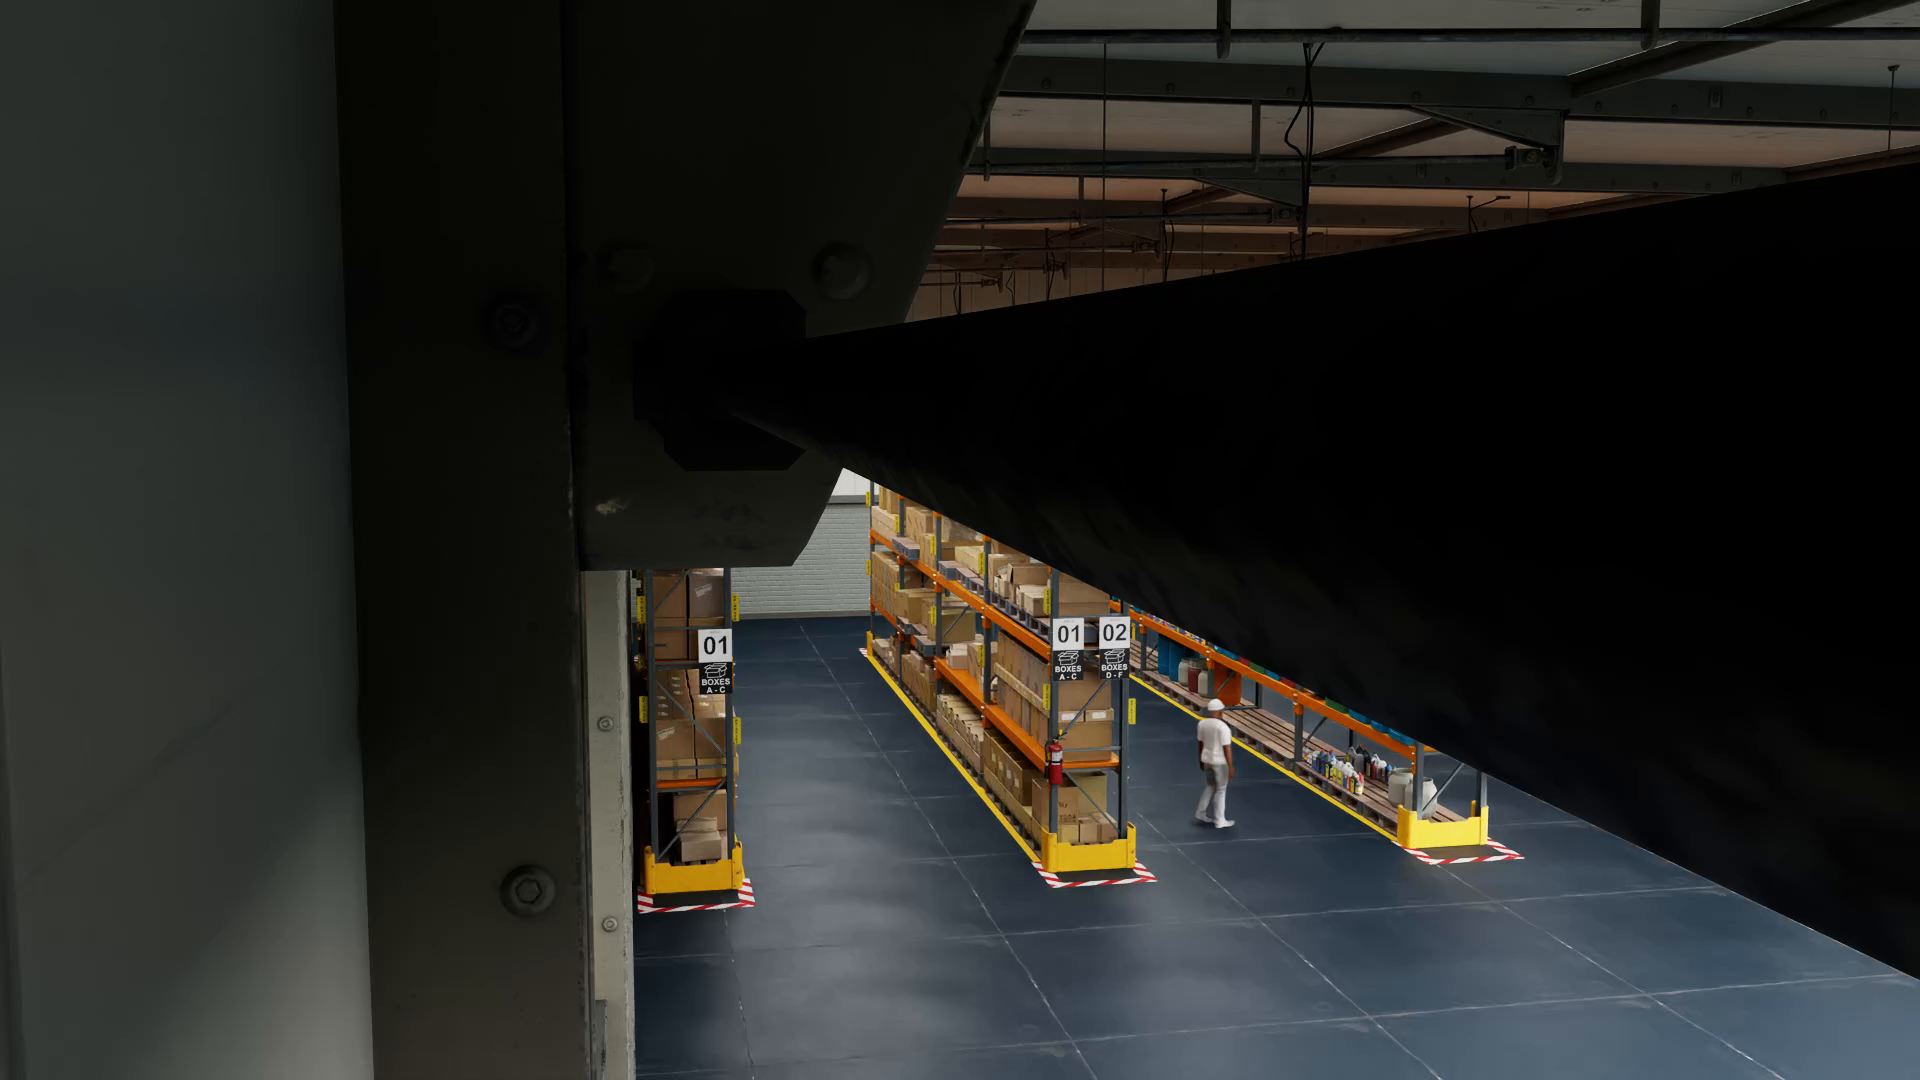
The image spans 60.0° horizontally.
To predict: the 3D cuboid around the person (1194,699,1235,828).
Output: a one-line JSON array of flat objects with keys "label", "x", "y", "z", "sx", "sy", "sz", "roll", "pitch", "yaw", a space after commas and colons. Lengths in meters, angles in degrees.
[{"label": "person", "x": 3.555, "y": 3.071, "z": 22.902, "sx": 0.400, "sy": 1.780, "sz": 0.626, "roll": -4, "pitch": 7, "yaw": -35}]
